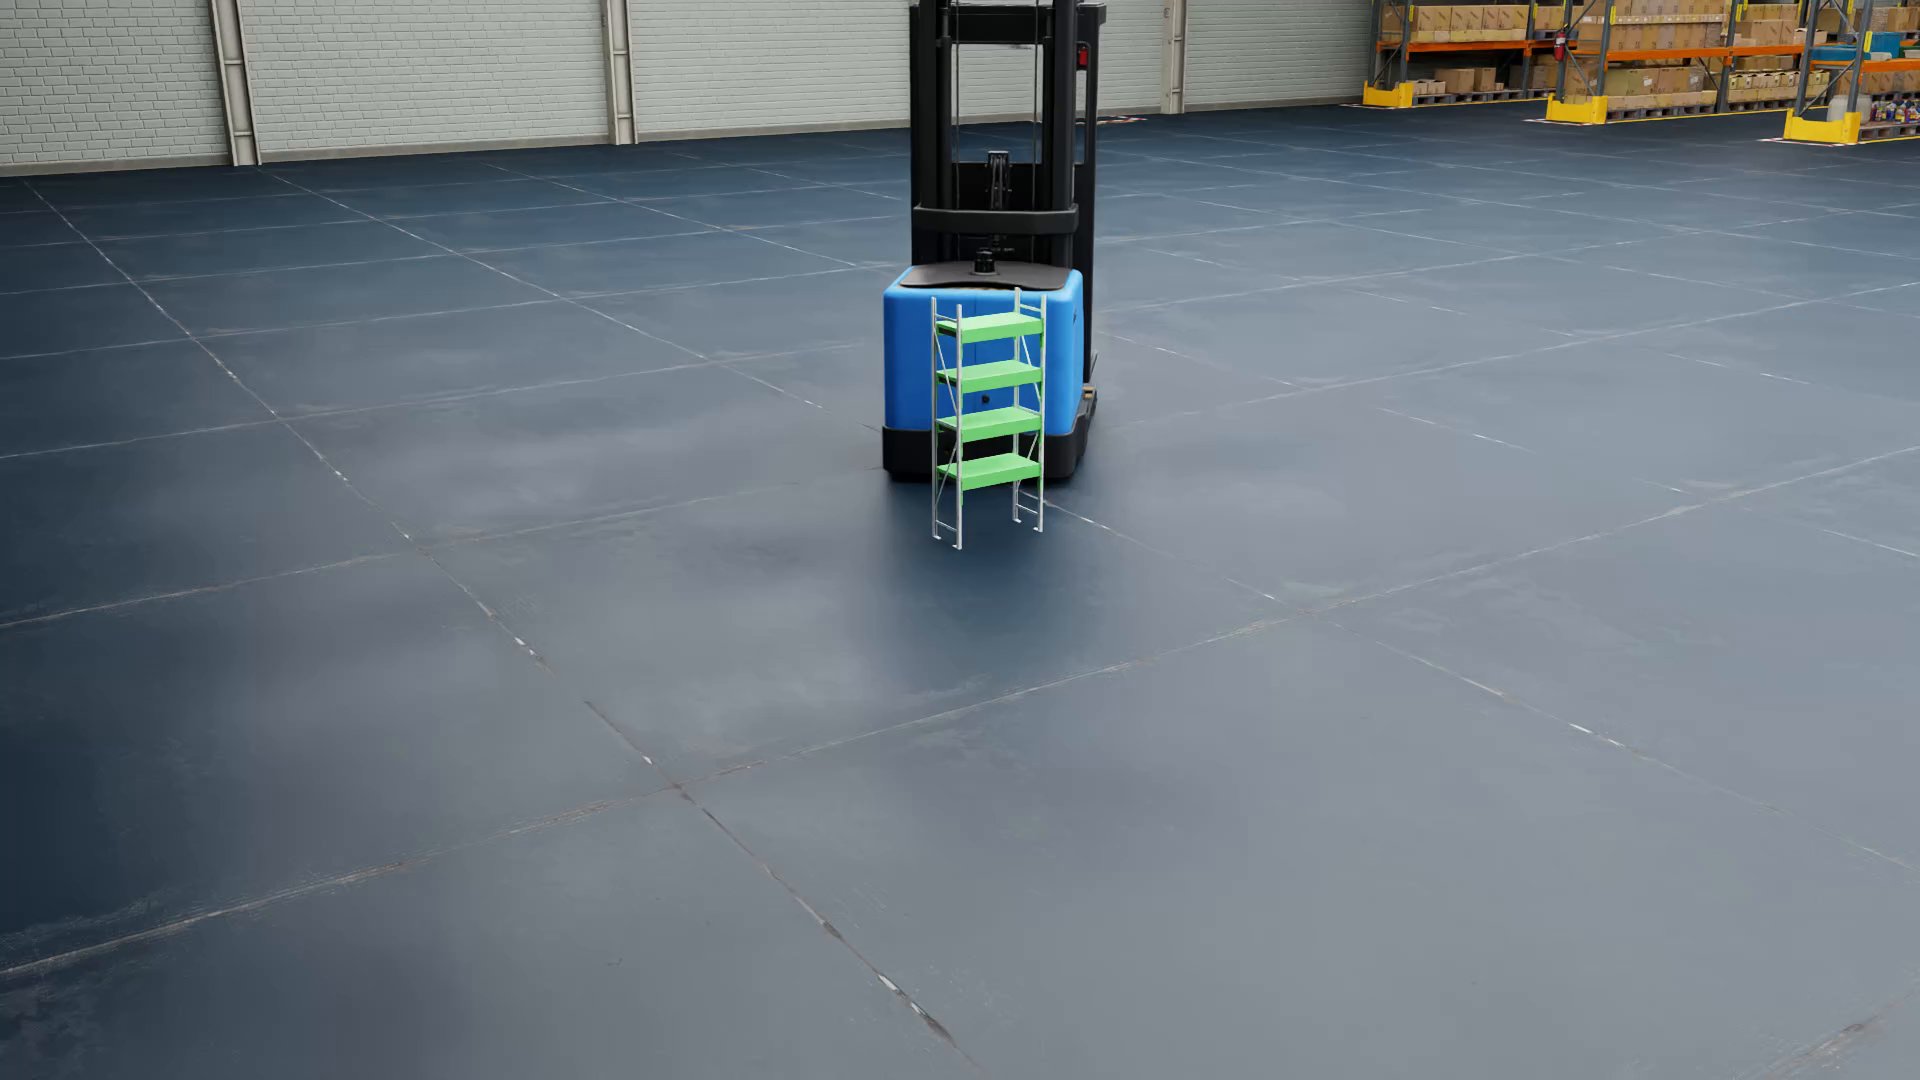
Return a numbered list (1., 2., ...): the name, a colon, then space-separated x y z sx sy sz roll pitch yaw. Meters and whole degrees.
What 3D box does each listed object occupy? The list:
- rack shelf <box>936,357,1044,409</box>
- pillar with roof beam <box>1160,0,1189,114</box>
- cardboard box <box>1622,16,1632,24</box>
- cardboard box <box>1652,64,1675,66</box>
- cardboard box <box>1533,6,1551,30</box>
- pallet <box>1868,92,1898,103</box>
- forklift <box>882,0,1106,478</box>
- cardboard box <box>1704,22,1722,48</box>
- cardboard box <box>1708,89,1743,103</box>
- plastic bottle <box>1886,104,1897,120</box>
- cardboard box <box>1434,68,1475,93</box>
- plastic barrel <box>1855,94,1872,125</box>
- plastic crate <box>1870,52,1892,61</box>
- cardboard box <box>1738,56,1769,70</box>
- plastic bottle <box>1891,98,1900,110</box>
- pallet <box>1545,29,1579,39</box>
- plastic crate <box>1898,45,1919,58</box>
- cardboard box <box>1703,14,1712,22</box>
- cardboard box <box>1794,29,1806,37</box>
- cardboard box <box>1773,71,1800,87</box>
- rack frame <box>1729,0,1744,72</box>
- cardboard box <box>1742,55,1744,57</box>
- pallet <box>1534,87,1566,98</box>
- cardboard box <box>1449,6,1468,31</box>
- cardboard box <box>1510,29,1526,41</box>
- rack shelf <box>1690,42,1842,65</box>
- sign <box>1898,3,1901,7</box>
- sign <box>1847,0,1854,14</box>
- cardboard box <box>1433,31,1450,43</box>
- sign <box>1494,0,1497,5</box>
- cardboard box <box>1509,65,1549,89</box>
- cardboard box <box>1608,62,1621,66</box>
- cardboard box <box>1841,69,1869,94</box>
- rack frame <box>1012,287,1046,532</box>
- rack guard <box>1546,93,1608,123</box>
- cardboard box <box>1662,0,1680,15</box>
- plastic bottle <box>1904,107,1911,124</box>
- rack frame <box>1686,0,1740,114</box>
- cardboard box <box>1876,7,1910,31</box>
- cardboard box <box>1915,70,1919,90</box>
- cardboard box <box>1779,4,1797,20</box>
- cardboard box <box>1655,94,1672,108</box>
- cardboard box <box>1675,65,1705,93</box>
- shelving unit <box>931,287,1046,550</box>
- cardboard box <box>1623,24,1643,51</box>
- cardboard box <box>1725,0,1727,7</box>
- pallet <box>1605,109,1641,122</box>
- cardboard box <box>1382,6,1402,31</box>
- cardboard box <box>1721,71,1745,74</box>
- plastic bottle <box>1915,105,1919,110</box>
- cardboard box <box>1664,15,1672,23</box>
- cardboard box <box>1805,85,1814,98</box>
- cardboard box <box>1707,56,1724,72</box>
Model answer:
1. rack shelf: 0.138 -0.764 8.082 0.480 0.148 0.258 -12 22 -31
2. pillar with roof beam: 6.732 -11.894 29.376 0.400 9.000 9.100 -12 22 -31
3. cardboard box: 12.659 -9.995 31.956 0.250 0.149 0.380 -13 22 -33
4. cardboard box: 14.362 -9.449 33.979 0.500 0.500 0.500 -12 22 -31
5. cardboard box: 13.051 -11.947 38.055 0.500 0.500 0.700 -12 22 -31
6. pallet: 20.337 -10.004 37.508 1.213 0.211 1.003 -12 22 -31
7. forklift: 0.287 -2.153 10.038 1.130 2.935 3.031 3 19 7
8. cardboard box: 14.967 -10.253 33.734 0.500 0.500 0.700 -13 22 -33
9. cardboard box: 15.807 -9.187 34.374 0.500 0.250 0.500 -13 22 -33
10. plastic bottle: 16.743 -7.704 29.915 0.135 0.276 0.152 -12 22 -31
11. cardboard box: 11.010 -10.244 37.079 0.500 0.500 0.700 -14 23 -35
12. plastic barrel: 15.641 -7.501 28.977 0.421 0.512 0.421 0 19 0
13. plastic crate: 15.639 -8.202 28.235 0.250 0.136 0.298 -12 22 -31
14. cardboard box: 20.390 -12.226 42.973 0.500 0.500 0.700 -12 22 -32
15. plastic bottle: 16.995 -7.849 30.229 0.185 0.351 0.144 -13 23 -34
16. pallet: 14.317 -11.864 38.955 1.213 0.211 1.003 -12 22 -31
17. plastic crate: 16.766 -8.696 29.615 0.662 0.188 0.450 -12 22 -31
18. cardboard box: 14.800 -10.446 33.290 0.250 0.149 0.380 -13 22 -33
19. cardboard box: 17.822 -10.843 35.772 0.500 0.311 0.500 -12 22 -32
20. cardboard box: 17.519 -9.813 35.349 0.500 0.311 0.500 -12 22 -32
21. rack frame: 19.288 -13.019 42.072 0.127 3.000 1.000 -12 22 -31
22. cardboard box: 20.397 -12.613 43.105 0.250 0.149 0.380 -13 22 -33
23. pallet: 14.276 -10.643 39.397 1.213 0.211 1.003 -12 22 -31
24. cardboard box: 10.683 -11.377 36.245 0.500 0.500 0.500 -13 22 -33
25. cardboard box: 12.378 -11.384 37.438 0.500 0.250 0.500 -12 22 -31
26. rack shelf: 17.005 -10.297 35.144 4.000 0.370 1.077 -12 22 -31
27. sign: 21.711 -12.249 38.441 0.005 0.325 0.100 -12 22 -31
28. sign: 18.983 -11.391 35.448 0.005 0.325 0.100 -12 22 -31
29. cardboard box: 10.274 -10.940 36.125 0.500 0.250 0.500 -13 22 -33
30. sign: 12.298 -12.307 38.156 0.005 0.325 0.100 -12 22 -31
31. cardboard box: 13.212 -10.769 38.630 0.500 0.500 0.700 -11 22 -30
32. cardboard box: 15.375 -11.198 39.901 0.500 0.500 0.700 -12 22 -31
33. cardboard box: 19.646 -10.112 36.689 0.500 0.500 0.500 -13 23 -33
34. rack frame: 0.342 -0.641 8.266 0.015 1.200 0.240 -12 22 -31
35. rack guard: 11.974 -8.393 32.290 0.348 0.500 1.175 -12 22 -31
36. cardboard box: 13.710 -10.603 32.742 0.500 0.500 0.700 -12 22 -31
37. plastic bottle: 16.599 -7.448 29.147 0.133 0.283 0.061 -11 22 -31
38. rack frame: 15.334 -10.286 33.986 0.127 3.000 1.000 -12 22 -31
39. cardboard box: 20.958 -11.780 37.593 0.500 0.500 0.700 -8 20 -23
40. cardboard box: 21.761 -10.556 38.001 0.500 0.500 0.500 -12 22 -32
41. cardboard box: 20.965 -13.511 43.056 0.700 0.700 0.980 -13 23 -34
42. cardboard box: 13.817 -8.776 33.159 0.500 0.250 0.500 -12 22 -31
43. cardboard box: 14.643 -9.312 33.574 0.500 0.500 0.500 -12 22 -31
44. shelving unit: 0.138 -0.598 8.139 0.503 1.200 0.258 -12 22 -31
45. cardboard box: 12.826 -9.801 32.397 0.500 0.500 0.700 -11 22 -30
46. cardboard box: 18.606 -13.334 41.180 0.500 0.250 0.500 -11 22 -30
47. pallet: 12.609 -8.406 32.780 1.213 0.211 1.003 -12 22 -31
48. cardboard box: 9.543 -11.339 36.134 0.500 0.500 0.500 -12 22 -32
49. cardboard box: 16.364 -9.777 35.242 0.500 0.311 0.500 -12 22 -32
50. plastic bottle: 17.049 -7.602 29.601 0.133 0.283 0.061 -12 22 -31
51. cardboard box: 13.724 -10.218 32.617 0.250 0.149 0.380 -12 22 -31
52. cardboard box: 17.941 -9.637 35.705 0.500 0.250 0.500 -12 22 -32
53. cardboard box: 18.817 -12.051 41.907 0.750 0.750 0.750 -12 22 -31
